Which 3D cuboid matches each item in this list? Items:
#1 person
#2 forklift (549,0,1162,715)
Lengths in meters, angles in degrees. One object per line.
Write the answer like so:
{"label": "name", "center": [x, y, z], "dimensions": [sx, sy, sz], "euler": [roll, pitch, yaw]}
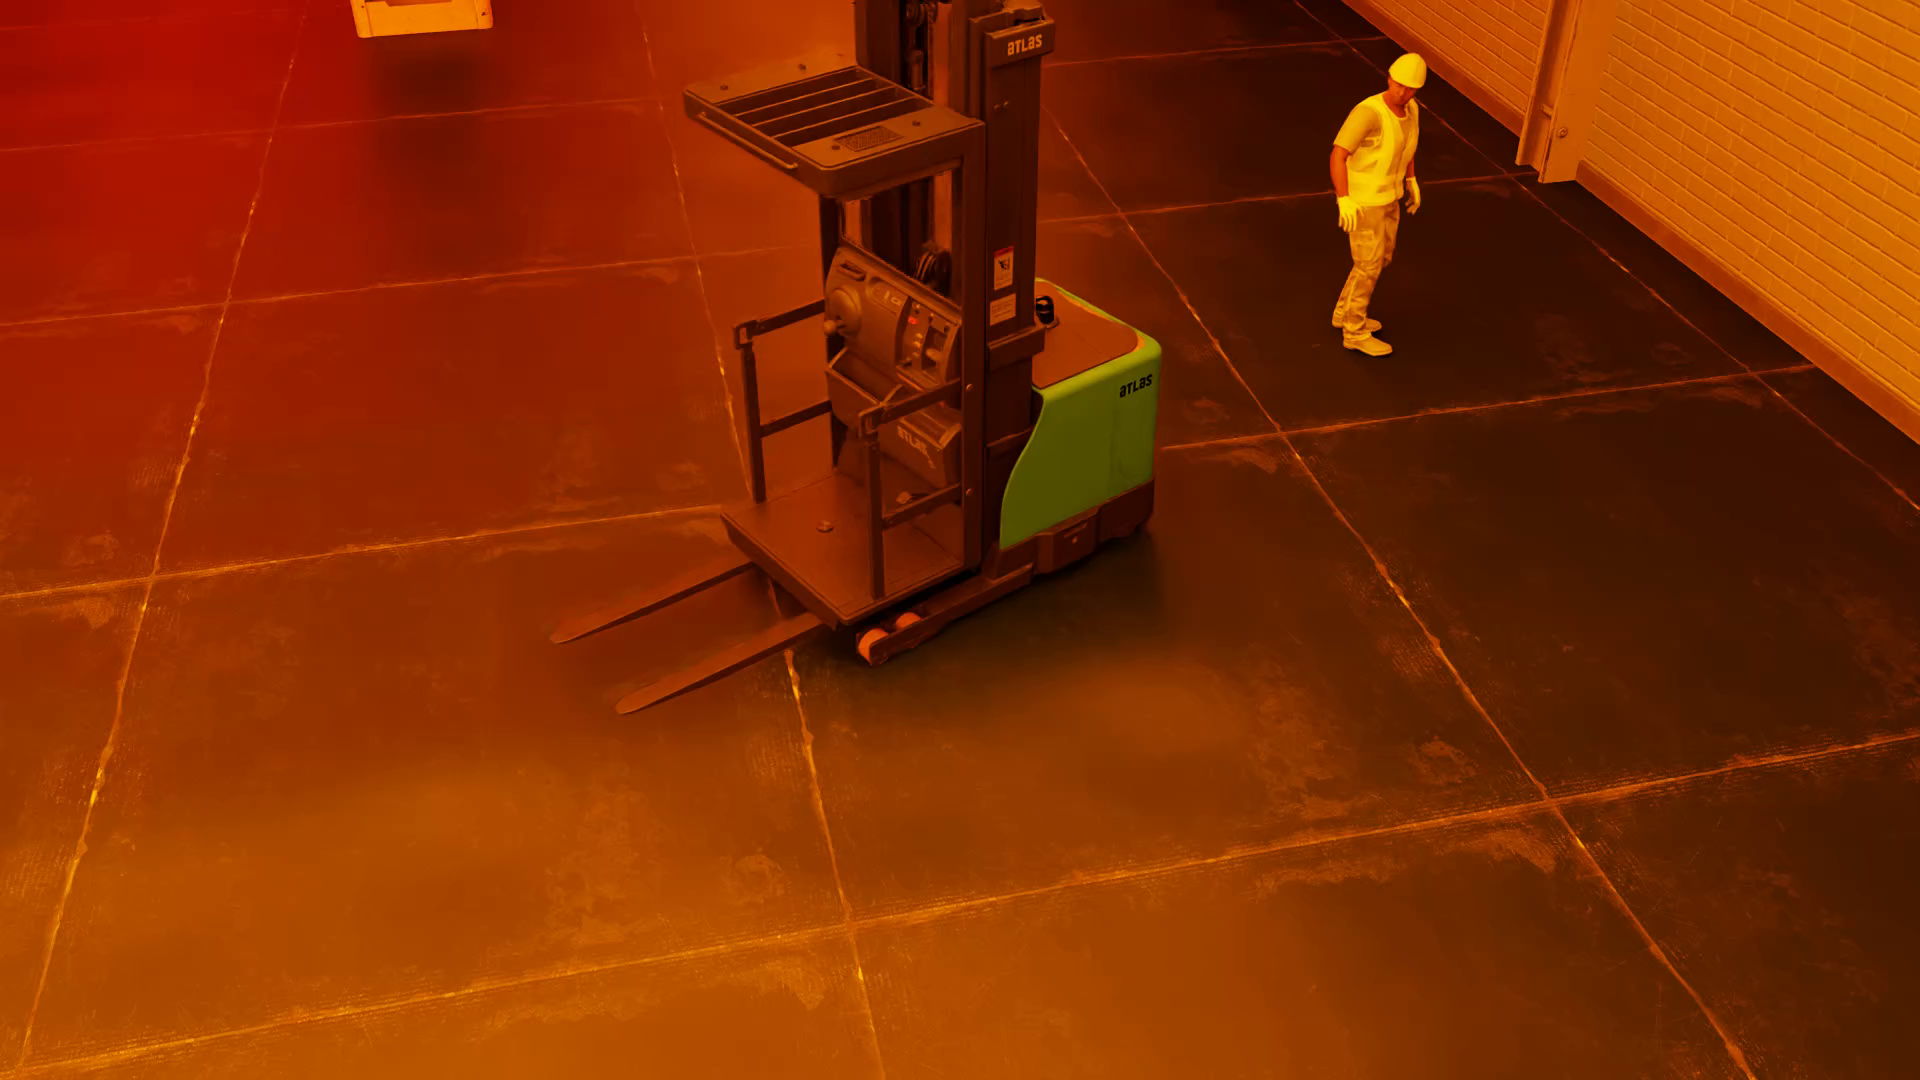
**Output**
{"label": "person", "center": [2.505, -1.985, 9.810], "dimensions": [0.518, 1.764, 0.784], "euler": [25, 43, 30]}
{"label": "forklift", "center": [-0.475, -0.960, 7.384], "dimensions": [3.031, 2.935, 1.130], "euler": [-25, 43, -30]}
